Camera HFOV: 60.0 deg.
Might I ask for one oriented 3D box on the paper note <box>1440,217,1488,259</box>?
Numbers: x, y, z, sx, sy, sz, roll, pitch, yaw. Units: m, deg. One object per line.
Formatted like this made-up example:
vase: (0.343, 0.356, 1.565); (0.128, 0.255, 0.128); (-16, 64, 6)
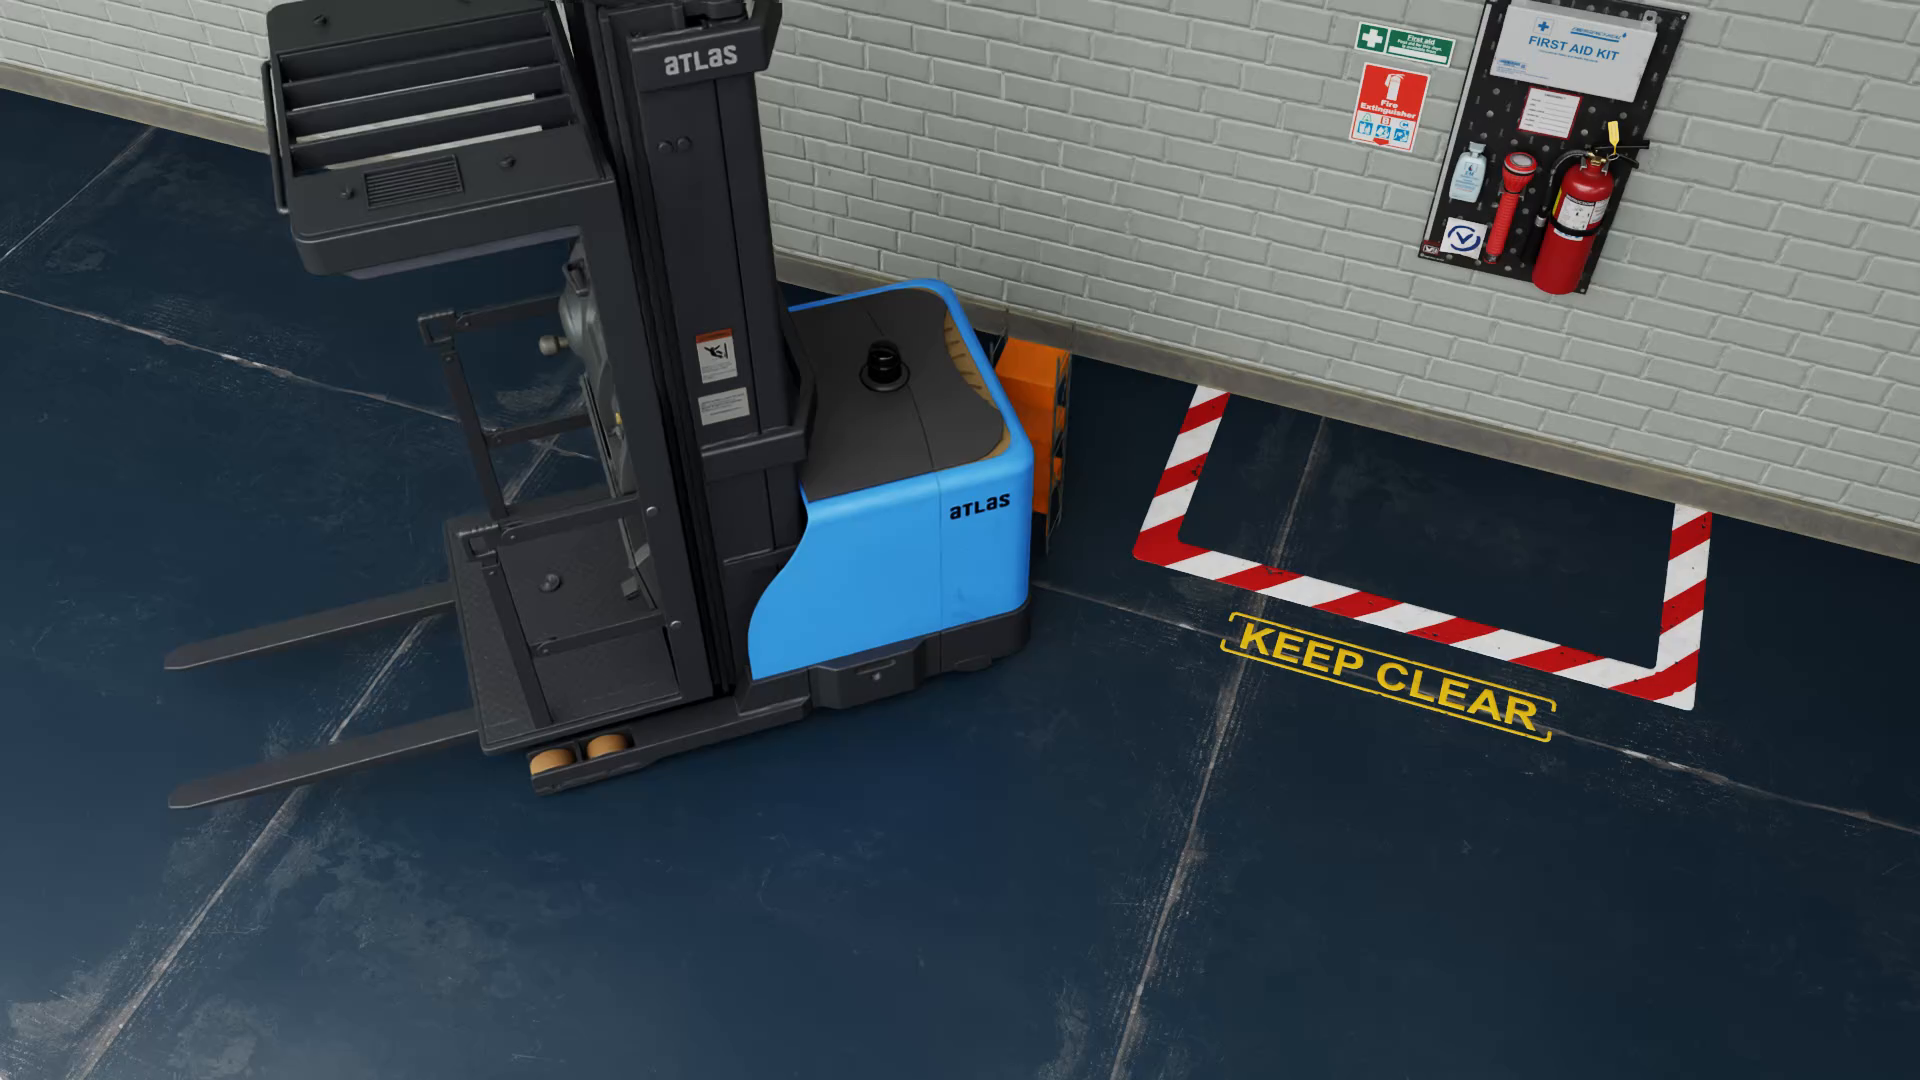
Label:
paper note: (1.873, -1.122, 6.187); (0.142, 0.148, 0.016); (16, 51, 13)

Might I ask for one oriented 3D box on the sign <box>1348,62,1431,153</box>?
sign: (1.533, -1.545, 5.947); (0.234, 0.329, 0.001); (16, 51, 13)

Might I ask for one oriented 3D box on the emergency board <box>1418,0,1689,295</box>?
emergency board: (2.016, -1.315, 5.772); (0.643, 1.169, 0.194); (16, 51, 13)

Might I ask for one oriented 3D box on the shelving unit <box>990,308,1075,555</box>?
shelving unit: (0.256, -0.386, 6.256); (0.252, 1.050, 0.215); (14, 51, 12)

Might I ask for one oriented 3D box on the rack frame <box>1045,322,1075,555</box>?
rack frame: (0.372, -0.357, 6.231); (0.008, 1.050, 0.200); (14, 51, 12)

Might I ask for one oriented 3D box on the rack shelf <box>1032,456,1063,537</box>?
rack shelf: (0.256, -0.197, 6.474); (0.240, 0.259, 0.215); (14, 51, 12)

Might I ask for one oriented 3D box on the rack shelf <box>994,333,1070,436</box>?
rack shelf: (0.256, -0.565, 6.050); (0.240, 0.259, 0.215); (14, 51, 12)

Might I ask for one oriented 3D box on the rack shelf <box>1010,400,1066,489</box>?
rack shelf: (0.256, -0.379, 6.264); (0.240, 0.259, 0.215); (14, 51, 12)

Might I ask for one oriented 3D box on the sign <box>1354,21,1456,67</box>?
sign: (1.534, -1.711, 5.740); (0.331, 0.109, 0.001); (16, 51, 13)

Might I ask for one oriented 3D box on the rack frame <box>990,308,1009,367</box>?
rack frame: (0.140, -0.415, 6.282); (0.008, 1.050, 0.200); (14, 51, 12)

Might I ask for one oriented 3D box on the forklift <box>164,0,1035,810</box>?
forklift: (-1.312, -0.524, 5.131); (3.031, 2.935, 1.130); (-14, 51, -12)
